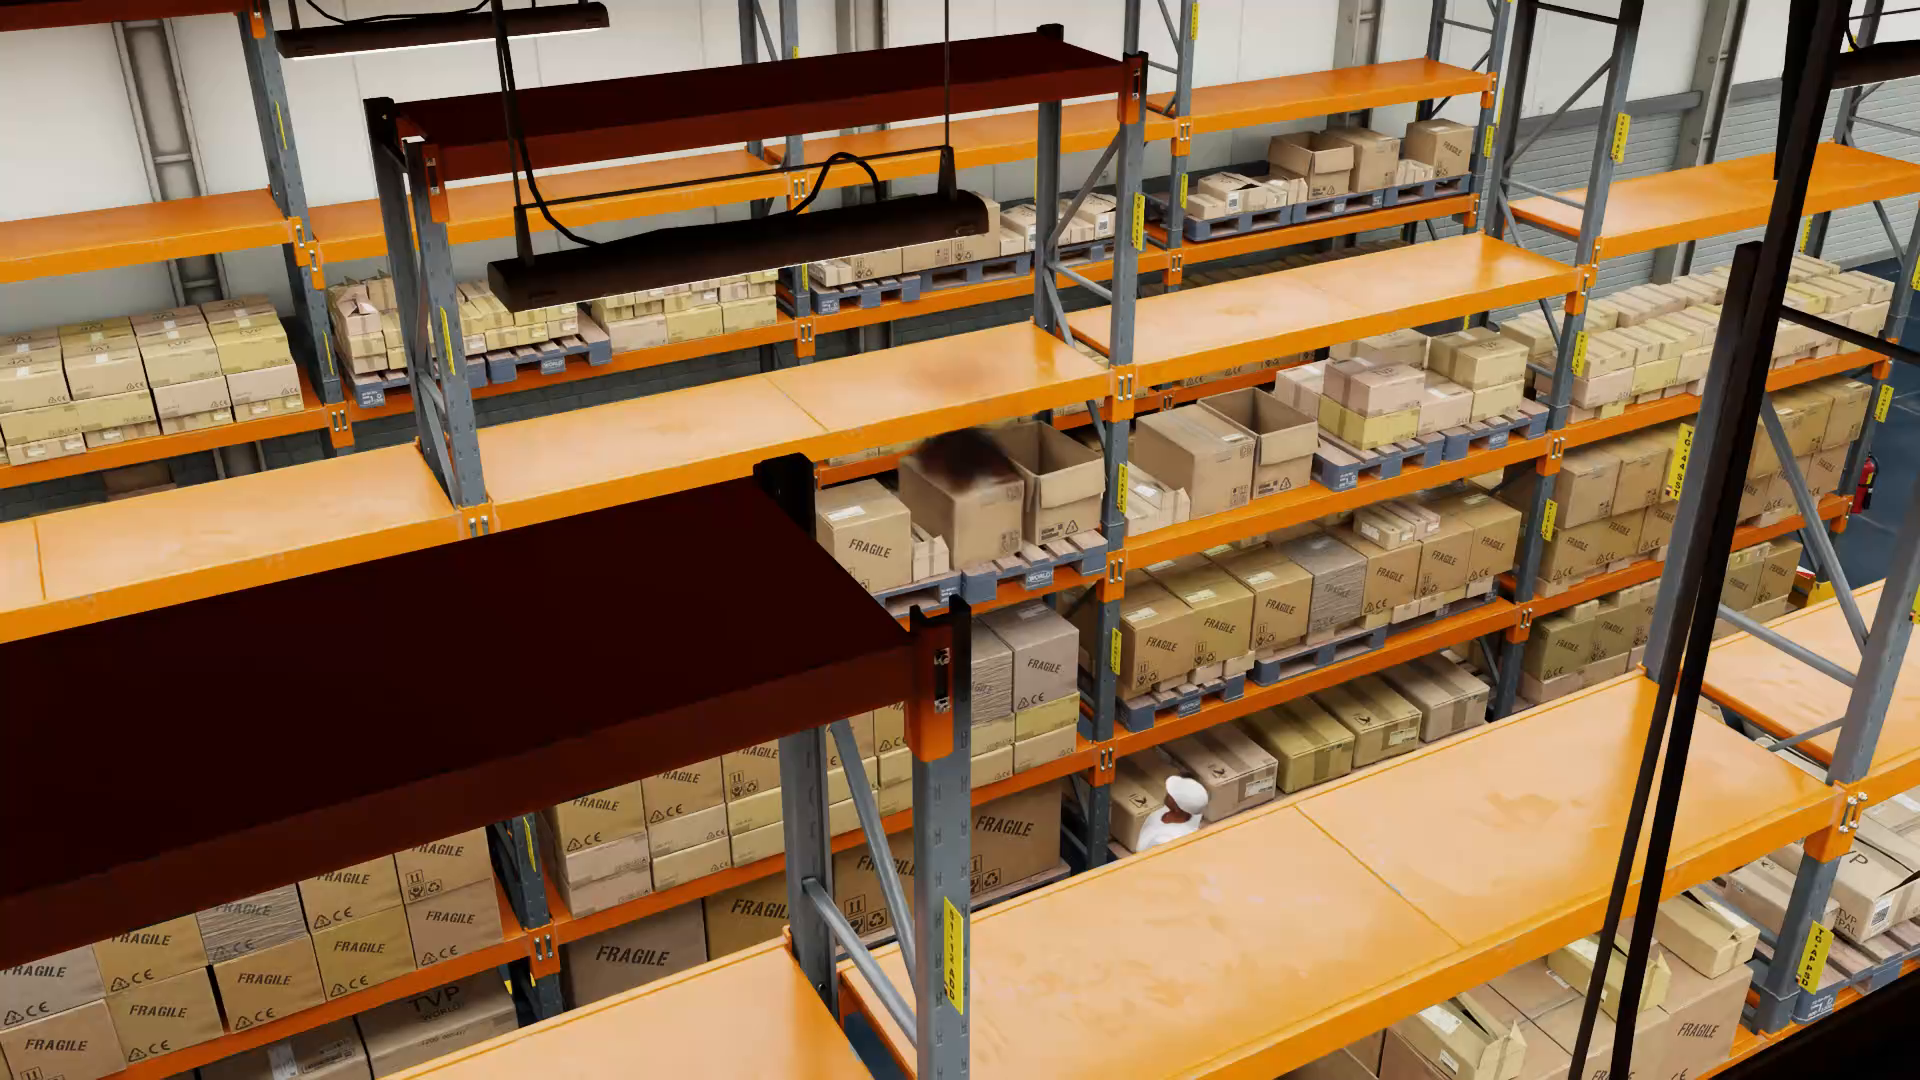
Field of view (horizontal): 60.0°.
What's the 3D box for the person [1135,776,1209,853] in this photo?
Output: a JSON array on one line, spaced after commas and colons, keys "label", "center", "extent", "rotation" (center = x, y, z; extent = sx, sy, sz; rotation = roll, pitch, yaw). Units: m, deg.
[{"label": "person", "center": [1.218, 2.197, 10.692], "extent": [0.629, 1.734, 0.626], "rotation": [1, 28, 2]}]
